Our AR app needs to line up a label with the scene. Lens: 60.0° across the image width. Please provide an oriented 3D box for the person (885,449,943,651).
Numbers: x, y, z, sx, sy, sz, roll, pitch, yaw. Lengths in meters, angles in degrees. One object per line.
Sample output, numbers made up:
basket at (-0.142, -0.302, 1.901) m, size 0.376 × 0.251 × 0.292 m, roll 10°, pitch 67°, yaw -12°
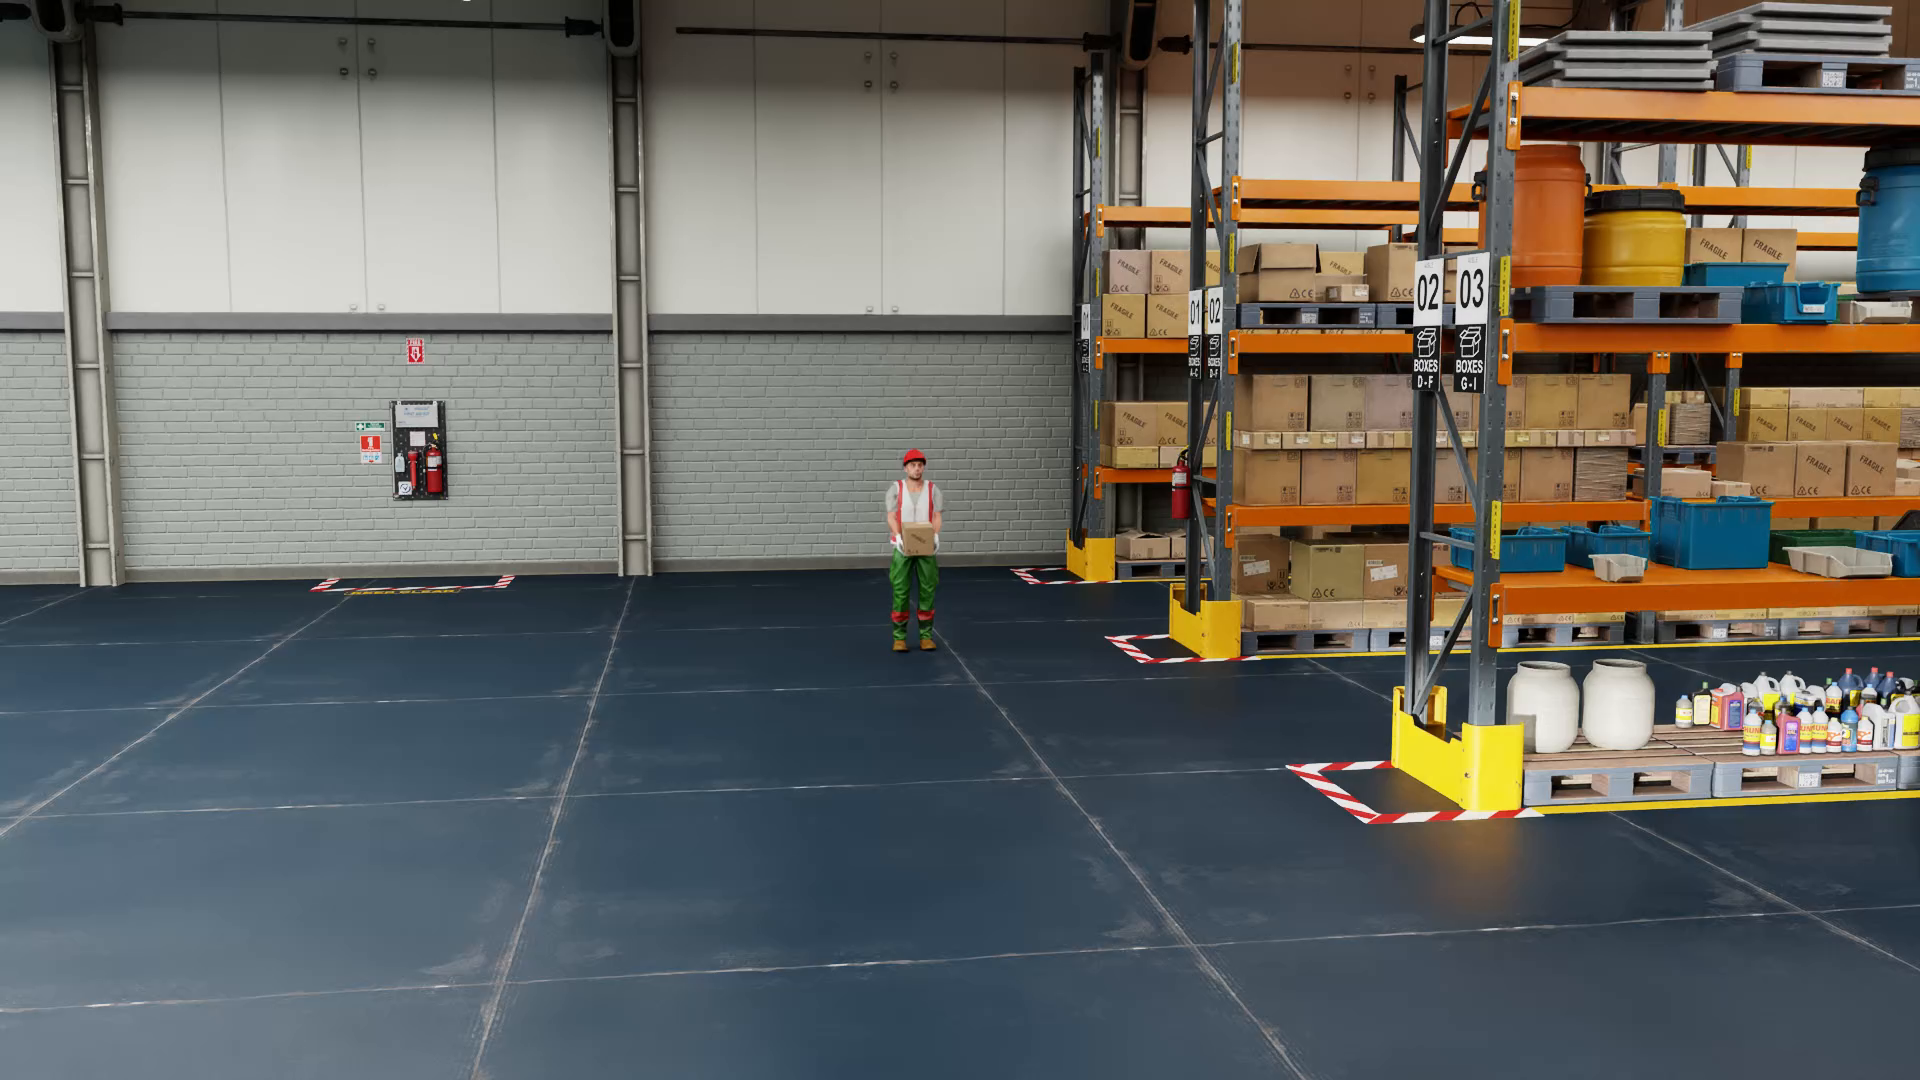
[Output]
person at (-0.390, 0.093, 14.755) m, size 0.519 × 1.793 × 0.547 m, roll -1°, pitch 6°, yaw -9°
